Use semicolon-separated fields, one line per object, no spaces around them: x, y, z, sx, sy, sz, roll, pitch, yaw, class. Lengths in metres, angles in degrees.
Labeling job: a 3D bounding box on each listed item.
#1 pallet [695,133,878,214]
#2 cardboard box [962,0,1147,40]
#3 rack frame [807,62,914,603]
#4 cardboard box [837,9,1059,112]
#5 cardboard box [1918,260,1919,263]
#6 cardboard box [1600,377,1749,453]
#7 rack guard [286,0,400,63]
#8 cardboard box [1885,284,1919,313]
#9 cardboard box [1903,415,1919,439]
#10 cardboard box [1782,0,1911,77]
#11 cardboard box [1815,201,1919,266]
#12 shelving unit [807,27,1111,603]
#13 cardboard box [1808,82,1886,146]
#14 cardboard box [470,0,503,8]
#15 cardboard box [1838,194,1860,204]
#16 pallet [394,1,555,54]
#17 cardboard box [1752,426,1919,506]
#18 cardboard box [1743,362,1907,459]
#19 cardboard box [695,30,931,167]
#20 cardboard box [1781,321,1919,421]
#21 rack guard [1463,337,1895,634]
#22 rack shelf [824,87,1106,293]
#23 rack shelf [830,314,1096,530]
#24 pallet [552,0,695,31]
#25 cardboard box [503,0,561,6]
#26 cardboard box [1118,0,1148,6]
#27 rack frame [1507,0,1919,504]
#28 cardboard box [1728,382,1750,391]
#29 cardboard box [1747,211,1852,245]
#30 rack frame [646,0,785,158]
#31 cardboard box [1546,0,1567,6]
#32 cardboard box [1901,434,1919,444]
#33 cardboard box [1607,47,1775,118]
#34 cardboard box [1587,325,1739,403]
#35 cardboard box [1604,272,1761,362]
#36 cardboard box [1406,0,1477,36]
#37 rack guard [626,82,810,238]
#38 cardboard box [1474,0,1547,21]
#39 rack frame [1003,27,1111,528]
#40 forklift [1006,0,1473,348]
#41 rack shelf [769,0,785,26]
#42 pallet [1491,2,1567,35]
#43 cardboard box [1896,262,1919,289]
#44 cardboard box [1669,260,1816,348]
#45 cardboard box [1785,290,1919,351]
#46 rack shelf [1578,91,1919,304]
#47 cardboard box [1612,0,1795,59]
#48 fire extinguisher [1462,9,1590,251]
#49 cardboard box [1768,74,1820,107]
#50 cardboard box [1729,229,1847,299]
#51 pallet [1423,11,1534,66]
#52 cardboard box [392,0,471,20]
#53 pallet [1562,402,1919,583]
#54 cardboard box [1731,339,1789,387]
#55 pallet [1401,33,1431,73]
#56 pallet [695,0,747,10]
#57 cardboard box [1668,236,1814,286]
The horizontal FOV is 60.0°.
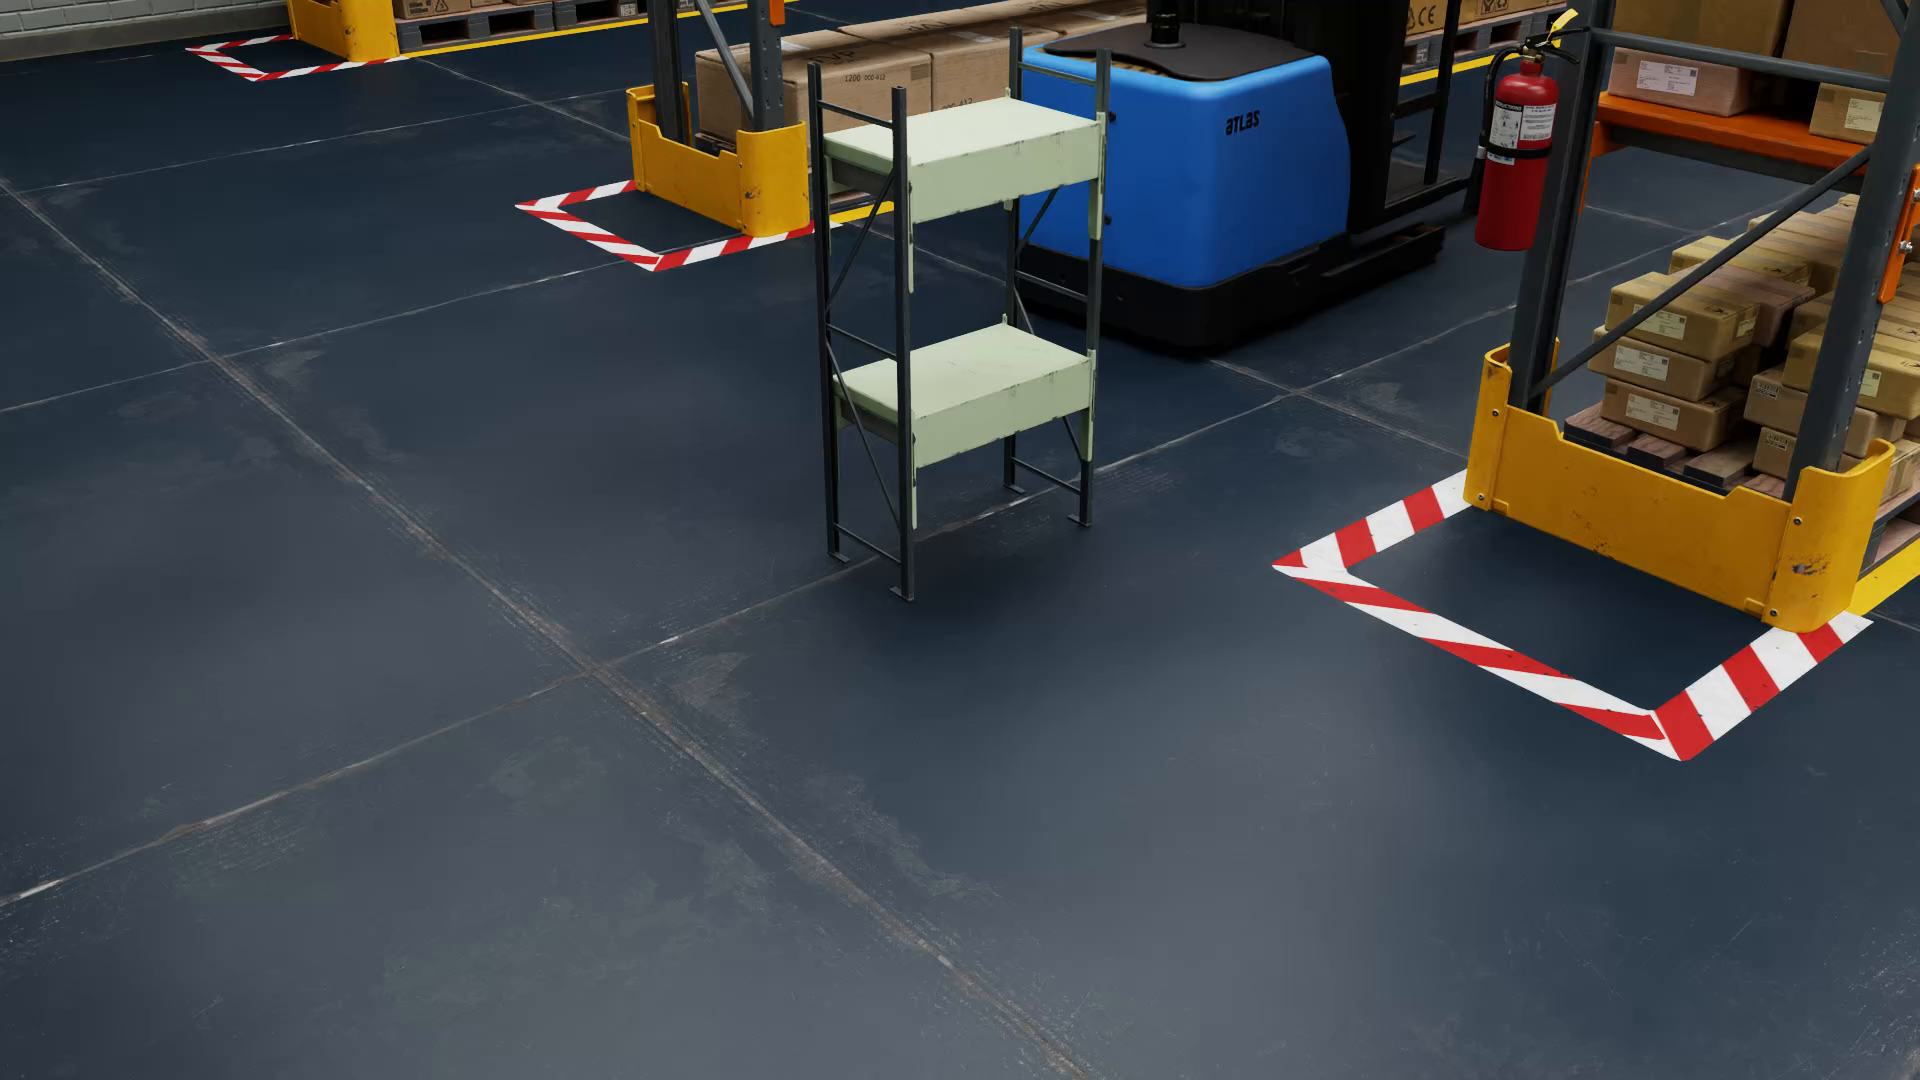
-0.641;-2.068;8.897;1.213;0.211;1.003;-22;35;-35;pallet
0.617;-2.877;9.724;0.875;0.438;0.875;-23;36;-36;cardboard box
-0.273;-0.552;4.691;0.023;1.500;0.400;-22;35;-35;rack frame
-0.070;-2.602;9.208;0.875;0.438;0.875;-21;34;-34;cardboard box
3.469;-0.856;5.617;0.250;0.149;0.380;-20;34;-33;cardboard box
2.357;-0.445;5.480;0.250;0.149;0.380;-21;35;-34;cardboard box
-4.365;-3.725;11.690;0.348;0.500;1.175;-22;35;-35;rack guard
3.117;-0.669;5.267;0.250;0.149;0.380;-22;35;-35;cardboard box
2.902;-0.472;5.215;0.250;0.149;0.380;-22;35;-35;cardboard box
2.612;-1.495;4.444;0.500;0.500;0.500;-20;34;-33;cardboard box
3.352;-1.105;6.084;0.250;0.149;0.380;-23;36;-36;cardboard box
0.005;-0.664;4.900;0.755;1.500;0.431;-22;35;-35;shelving unit
2.551;-1.152;4.491;0.250;0.149;0.380;-22;35;-35;cardboard box
-3.547;-4.001;12.134;0.250;0.149;0.380;-24;36;-37;cardboard box
3.532;-1.196;6.253;0.250;0.149;0.380;-22;35;-35;cardboard box
-3.759;-3.842;12.215;1.213;0.211;1.003;-22;35;-35;pallet
2.698;-0.255;5.124;0.250;0.149;0.380;-21;35;-34;cardboard box
2.657;-0.409;5.096;0.250;0.149;0.380;-20;34;-33;cardboard box
-0.761;-2.319;8.679;0.875;0.438;0.875;-23;36;-37;cardboard box
2.711;-0.510;4.970;0.250;0.149;0.380;-24;36;-37;cardboard box
2.149;-0.202;5.098;0.348;0.500;1.175;-22;35;-35;rack guard
0.005;-1.008;4.716;0.720;0.370;0.431;-22;35;-35;rack shelf
0.005;-0.376;5.054;0.720;0.370;0.431;-22;35;-35;rack shelf
-2.831;-4.213;12.910;1.213;0.211;1.003;-22;35;-35;pallet
-3.220;-4.288;12.297;0.500;0.500;0.700;-20;34;-33;cardboard box
1.297;-3.151;10.236;0.875;0.438;0.875;-22;35;-36;cardboard box
2.091;-1.282;4.466;0.127;3.000;1.000;-22;35;-35;rack frame
2.486;-0.560;5.695;0.250;0.149;0.380;-21;34;-33;cardboard box
3.079;-1.064;6.007;0.250;0.149;0.380;-20;34;-33;cardboard box
-1.198;-3.026;7.729;0.127;3.000;1.000;-22;35;-35;rack frame
4.308;-4.540;12.371;0.875;0.875;0.875;-22;35;-35;cardboard box
2.844;-0.364;5.329;0.250;0.149;0.380;-22;35;-35;cardboard box
2.156;-1.372;4.901;0.250;0.149;0.380;-22;35;-35;cardboard box
2.308;-0.605;5.462;0.250;0.149;0.380;-23;36;-36;cardboard box
2.330;-0.725;5.372;0.250;0.149;0.380;-21;35;-34;cardboard box
2.947;-3.995;11.352;0.875;0.875;0.875;-21;34;-34;cardboard box
-1.217;-1.916;8.305;0.348;0.500;1.175;-22;35;-35;rack guard
3.627;-4.268;11.863;0.875;0.875;0.875;-21;35;-34;cardboard box
0.284;-0.775;5.110;0.023;1.500;0.400;-22;35;-35;rack frame
1.577;-2.649;7.097;1.130;2.935;3.031;24;36;38;forklift
0.323;-3.320;9.044;4.000;0.370;1.077;-22;35;-35;rack shelf
4.239;-4.029;12.565;1.213;0.211;1.003;-22;35;-35;pallet
3.252;-0.775;5.465;0.250;0.149;0.380;-24;36;-37;cardboard box
2.558;-0.781;5.477;0.250;0.149;0.380;-21;35;-34;cardboard box
2.842;-0.638;5.209;0.250;0.149;0.380;-21;35;-34;cardboard box
3.613;-1.576;5.780;4.000;0.370;1.077;-22;35;-35;rack shelf
2.266;-1.687;4.802;0.500;0.500;0.500;-21;35;-34;cardboard box
1.600;-1.172;4.737;0.183;0.674;0.296;-22;35;-35;fire extinguisher
2.370;-1.435;5.018;0.250;0.149;0.380;-22;35;-35;cardboard box
2.911;-0.962;5.816;0.250;0.149;0.380;-24;36;-37;cardboard box
3.311;-3.658;11.870;1.213;0.211;1.003;-22;35;-35;pallet
-3.896;-4.042;11.833;0.637;0.503;0.797;-24;36;-37;cardboard box
2.790;-0.311;5.608;1.213;0.211;1.003;-22;35;-35;pallet
2.542;-0.665;5.576;0.250;0.149;0.380;-23;36;-36;cardboard box
2.383;-3.283;11.168;1.213;0.211;1.003;-22;35;-35;pallet
-1.903;-4.588;13.612;1.213;0.211;1.003;-22;35;-35;pallet
2.673;-0.906;5.710;0.250;0.149;0.380;-23;36;-36;cardboard box
